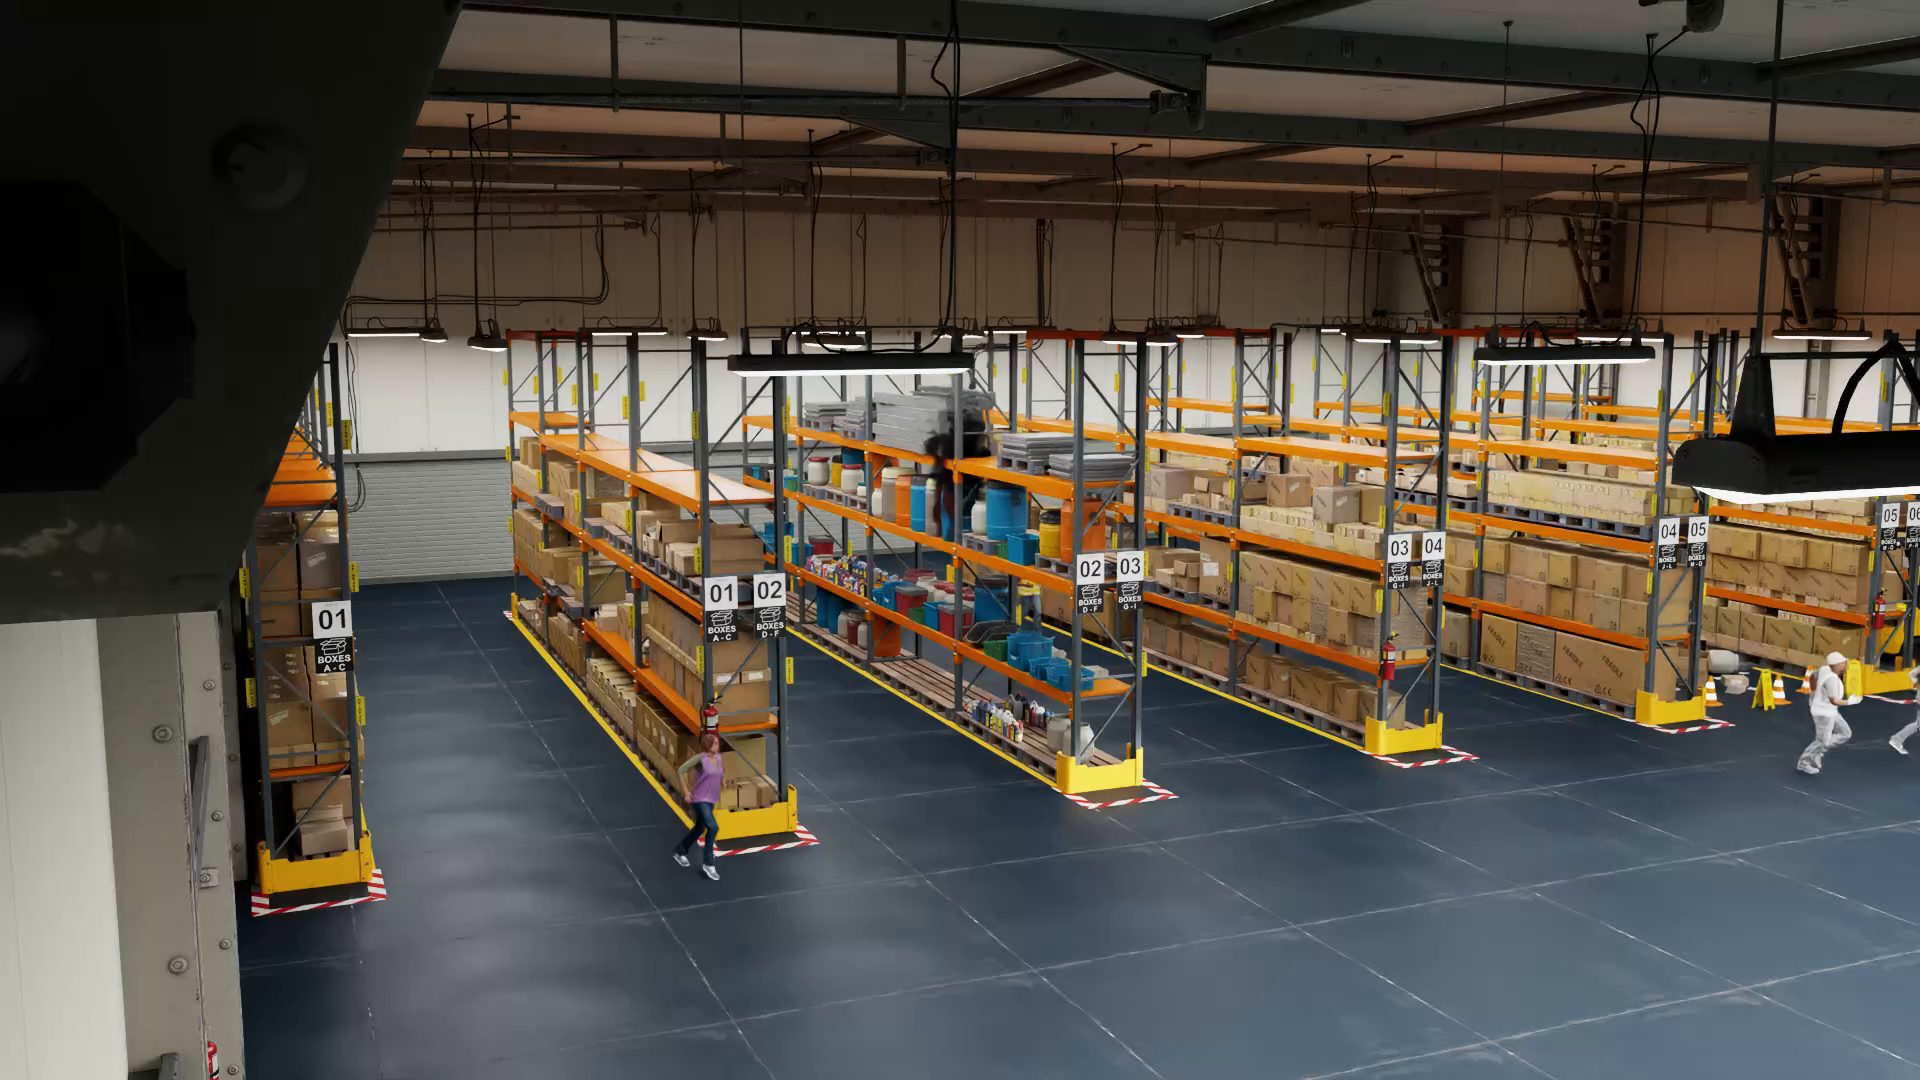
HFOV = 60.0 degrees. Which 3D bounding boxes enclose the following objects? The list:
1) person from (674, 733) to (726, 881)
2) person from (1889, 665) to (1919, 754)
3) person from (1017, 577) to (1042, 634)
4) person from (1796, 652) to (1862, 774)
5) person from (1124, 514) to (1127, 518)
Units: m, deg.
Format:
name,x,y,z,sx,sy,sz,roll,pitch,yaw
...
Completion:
name,x,y,z,sx,sy,sz,roll,pitch,yaw
person,-2.907,2.986,18.943,0.756,1.581,0.555,5,9,31
person,13.724,2.322,23.644,0.845,1.627,0.528,3,8,23
person,1.325,1.076,32.178,0.640,1.796,0.890,-3,8,-20
person,11.914,2.373,22.761,0.728,1.724,0.726,4,9,26
person,3.703,0.200,38.790,0.707,1.734,0.681,-2,8,-18
